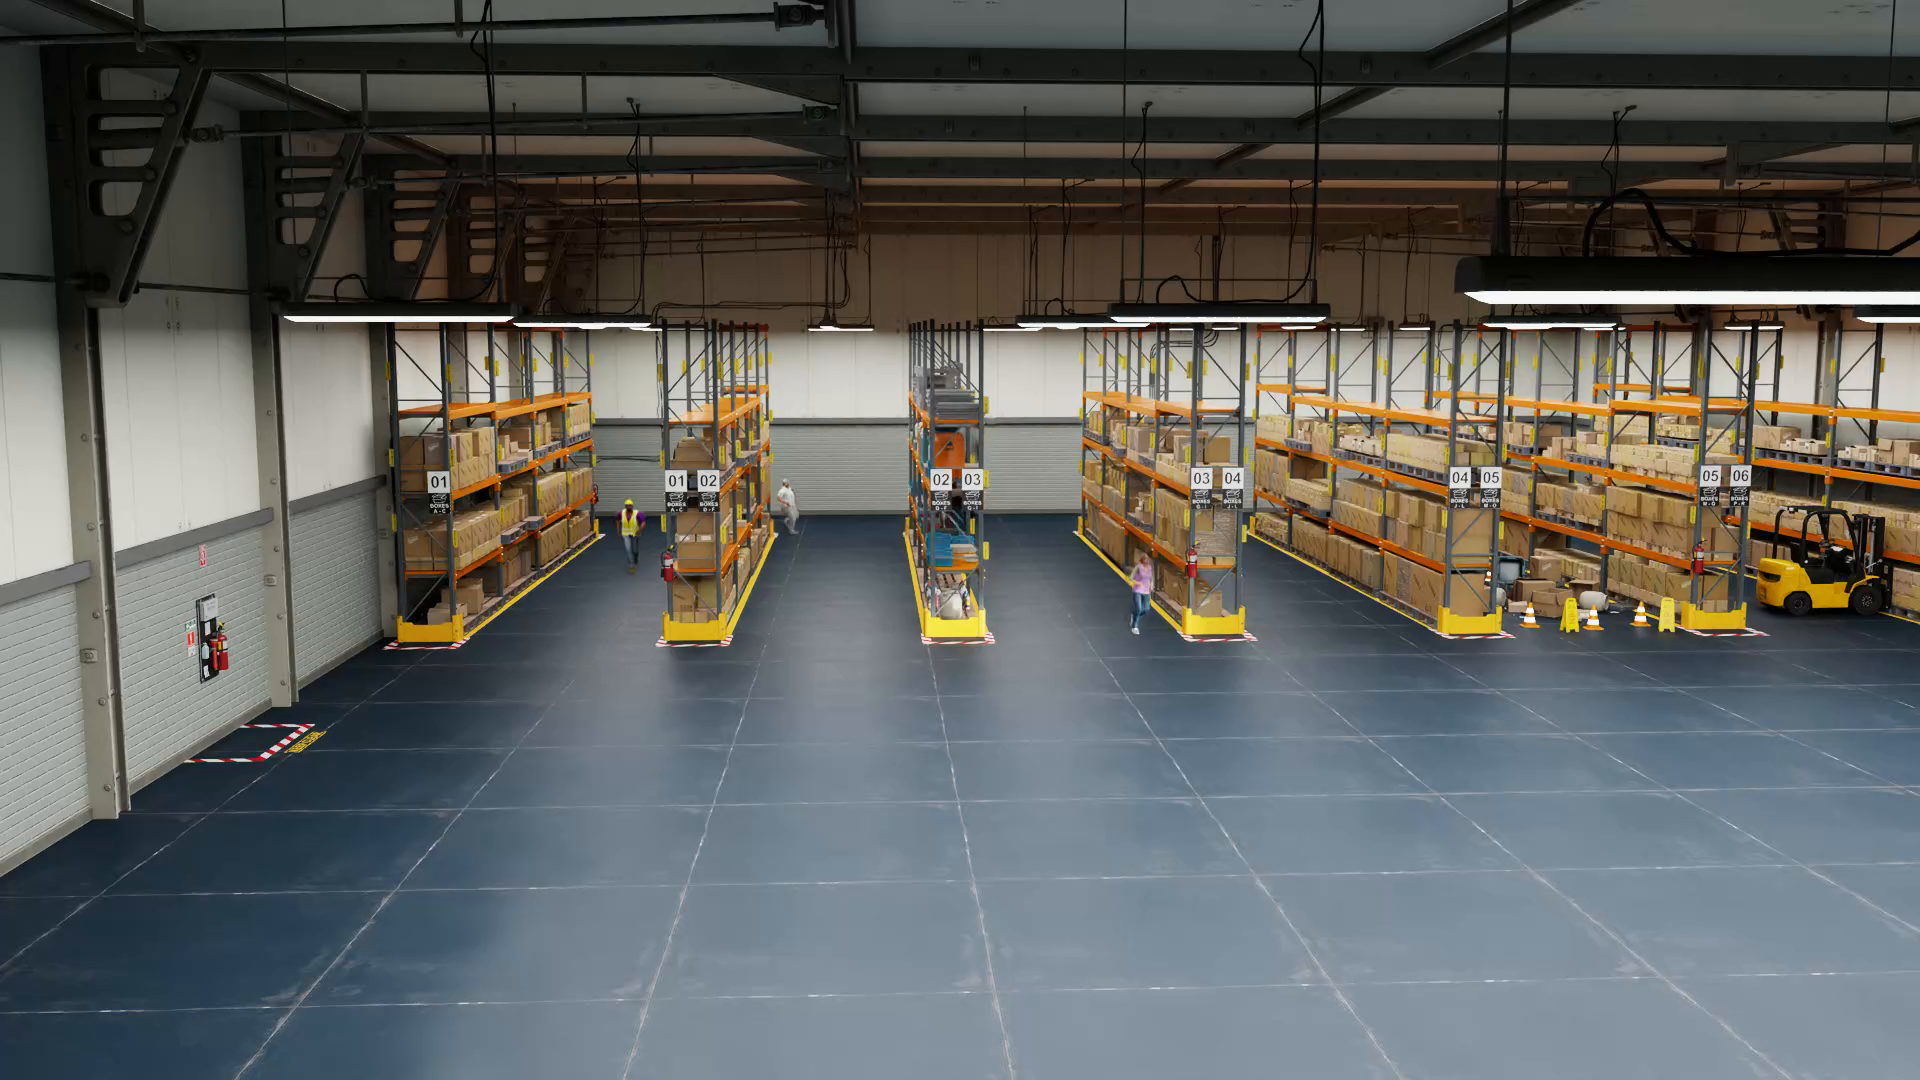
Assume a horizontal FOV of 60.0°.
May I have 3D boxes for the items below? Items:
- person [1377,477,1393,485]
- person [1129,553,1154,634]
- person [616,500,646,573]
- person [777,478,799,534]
[{"bbox_3d":[12.574,-1.277,49.439,0.872,1.810,0.705,0,7,4],"label":"person"},{"bbox_3d":[3.513,1.020,32.023,0.563,1.551,0.584,-3,8,-20],"label":"person"},{"bbox_3d":[-7.995,-0.117,40.397,0.726,1.749,0.900,0,7,-4],"label":"person"},{"bbox_3d":[-4.981,-0.977,47.955,0.516,1.604,0.649,4,8,30],"label":"person"}]
